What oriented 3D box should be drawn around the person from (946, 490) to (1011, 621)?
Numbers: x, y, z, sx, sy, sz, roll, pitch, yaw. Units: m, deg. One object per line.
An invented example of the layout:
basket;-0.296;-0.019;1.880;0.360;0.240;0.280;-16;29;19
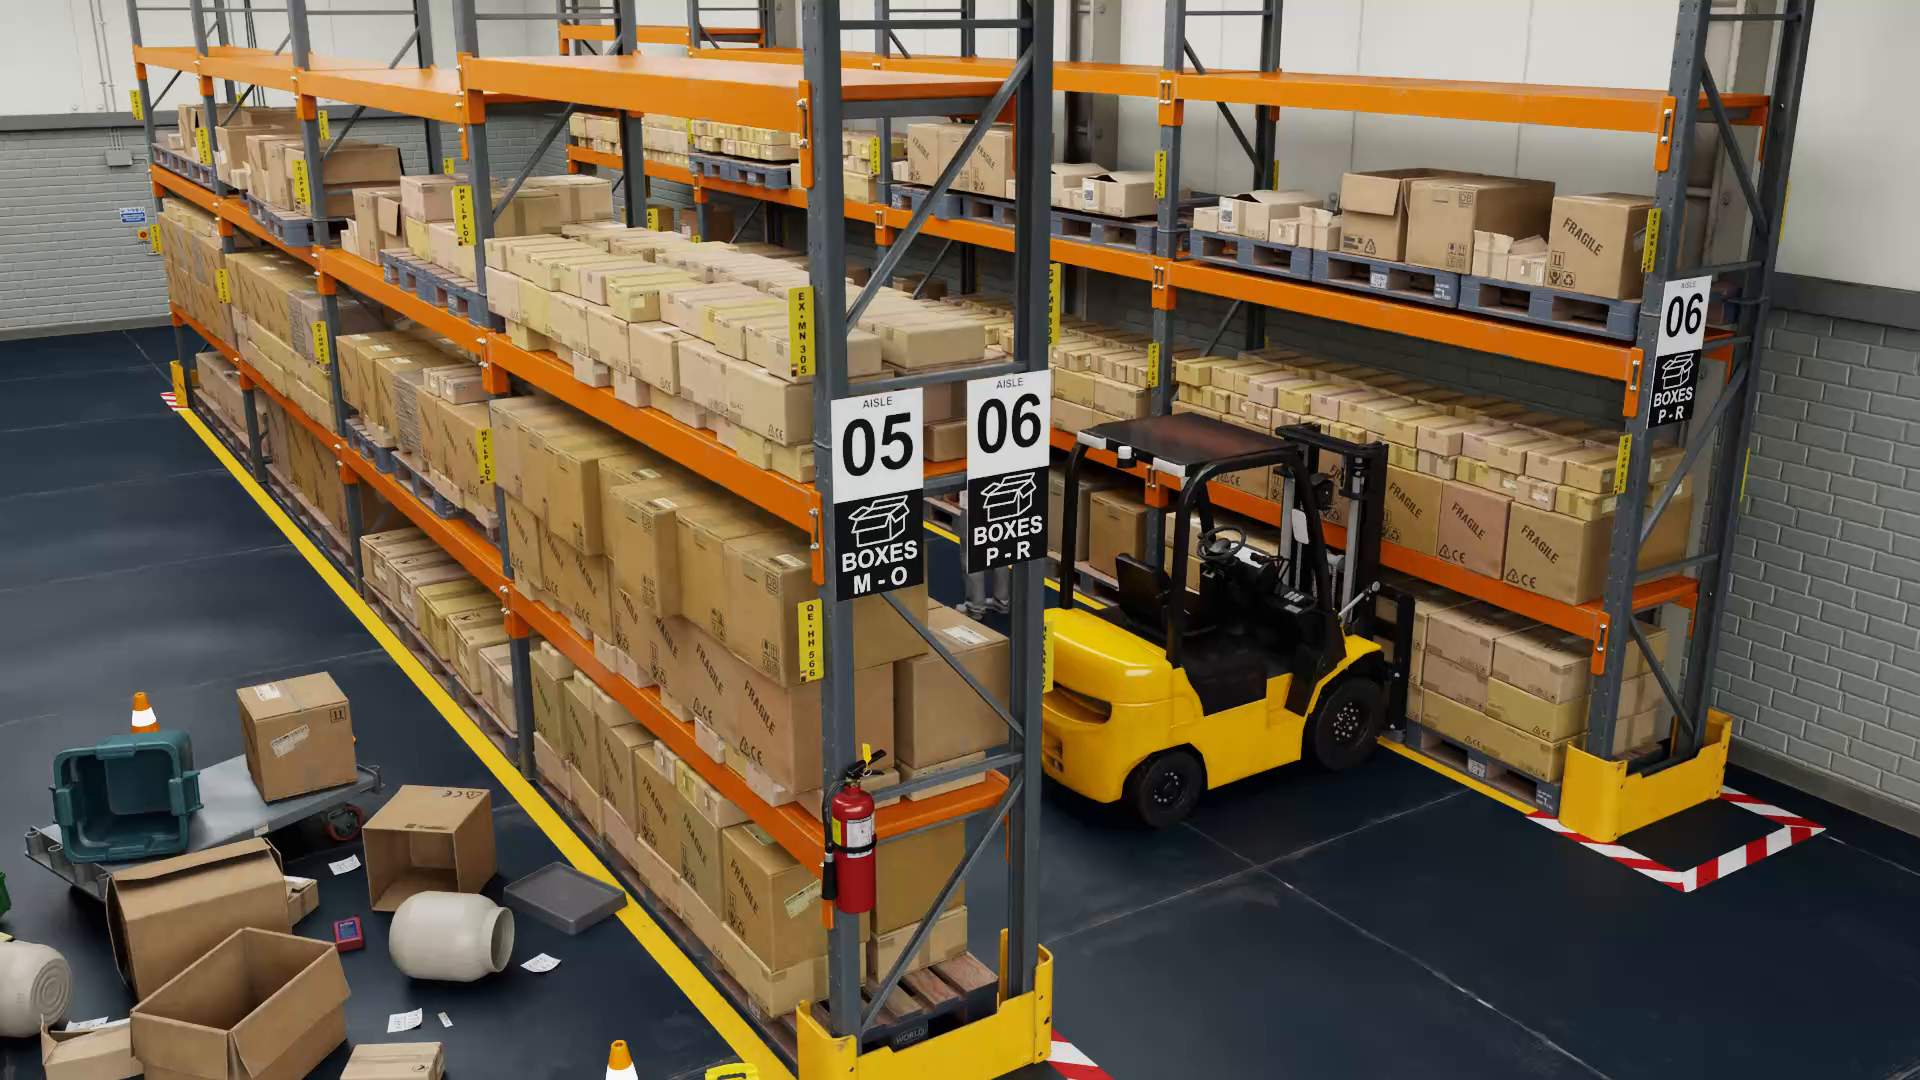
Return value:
person;0.137;-0.278;12.882;0.494;1.767;0.545;-11;21;-31
